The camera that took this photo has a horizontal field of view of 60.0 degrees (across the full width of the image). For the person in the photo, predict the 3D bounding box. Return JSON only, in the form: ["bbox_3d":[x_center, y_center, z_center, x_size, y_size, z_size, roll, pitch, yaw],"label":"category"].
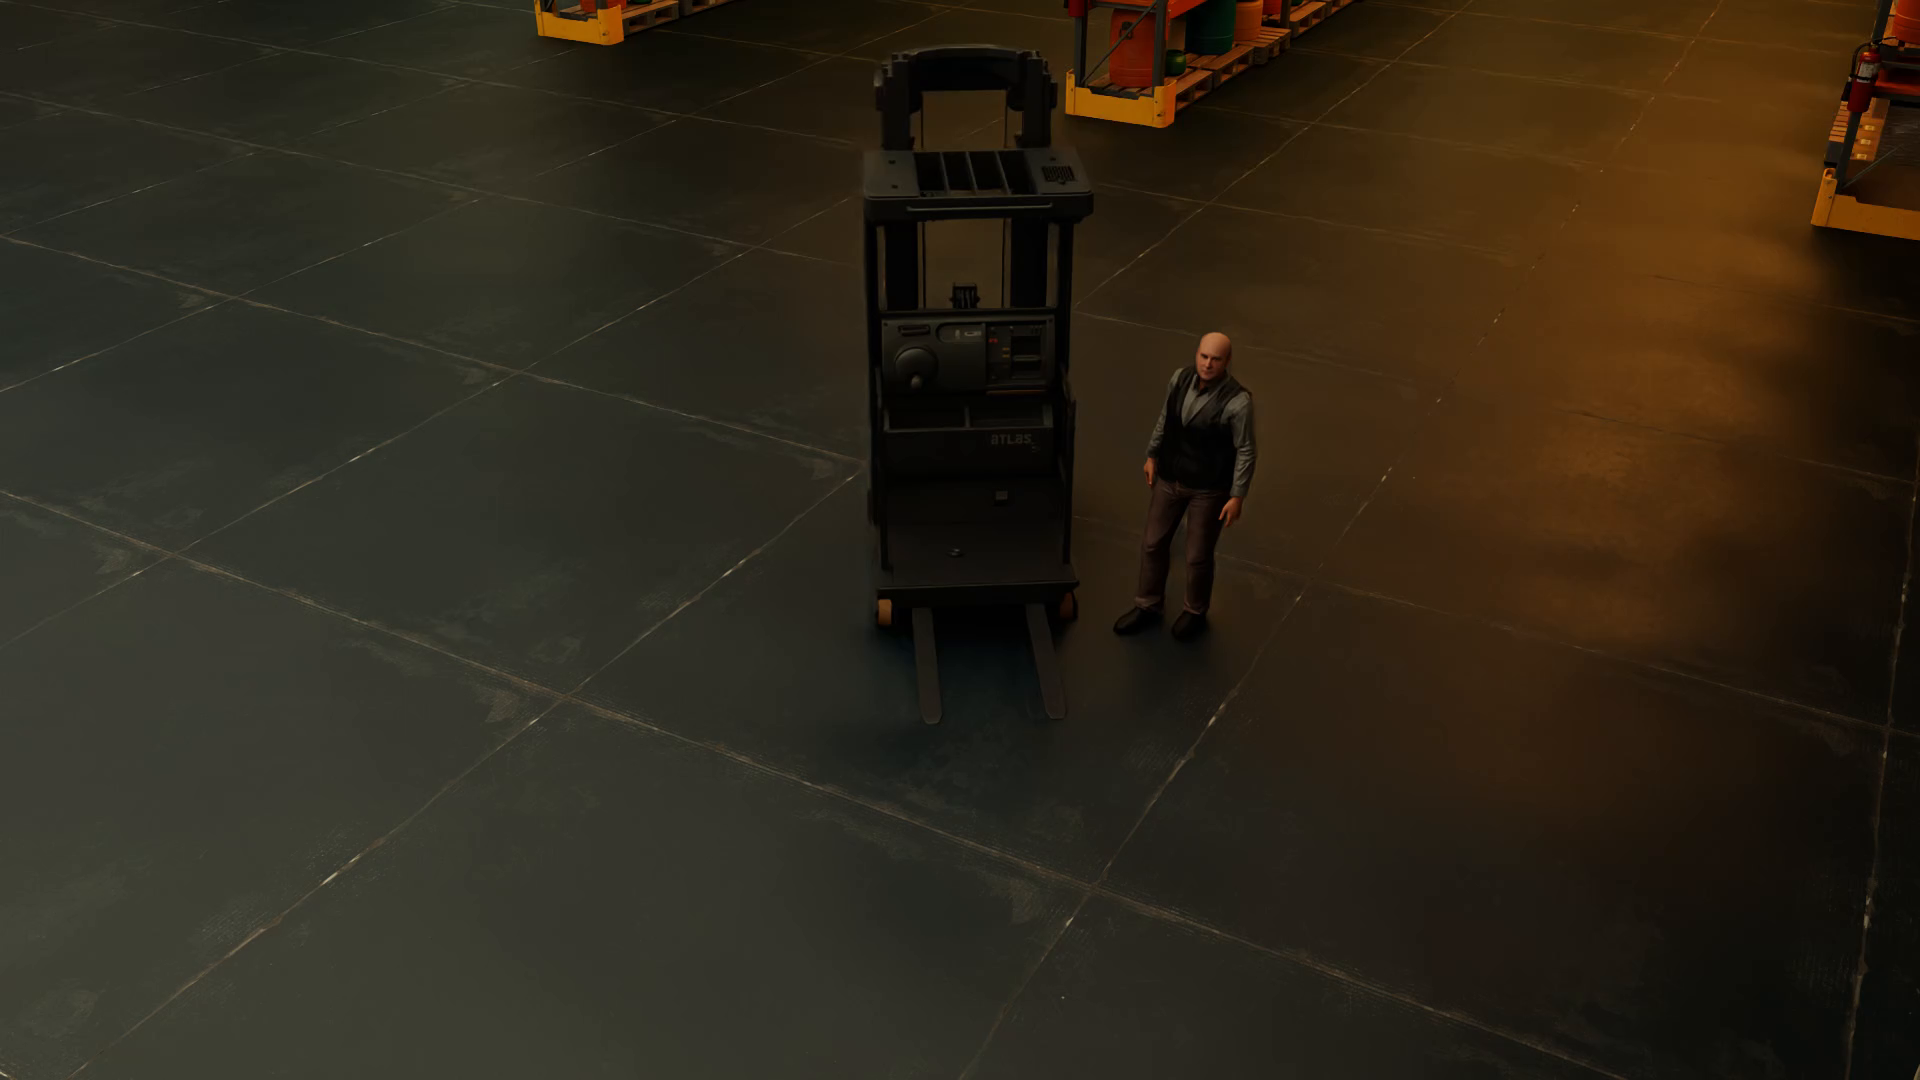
[{"bbox_3d":[1.198,-0.263,8.738,0.656,1.721,0.559,25,38,36],"label":"person"}]

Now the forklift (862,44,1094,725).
[{"bbox_3d":[0.064,-0.955,8.725,1.130,2.935,3.031,-2,30,-3],"label":"forklift"}]
